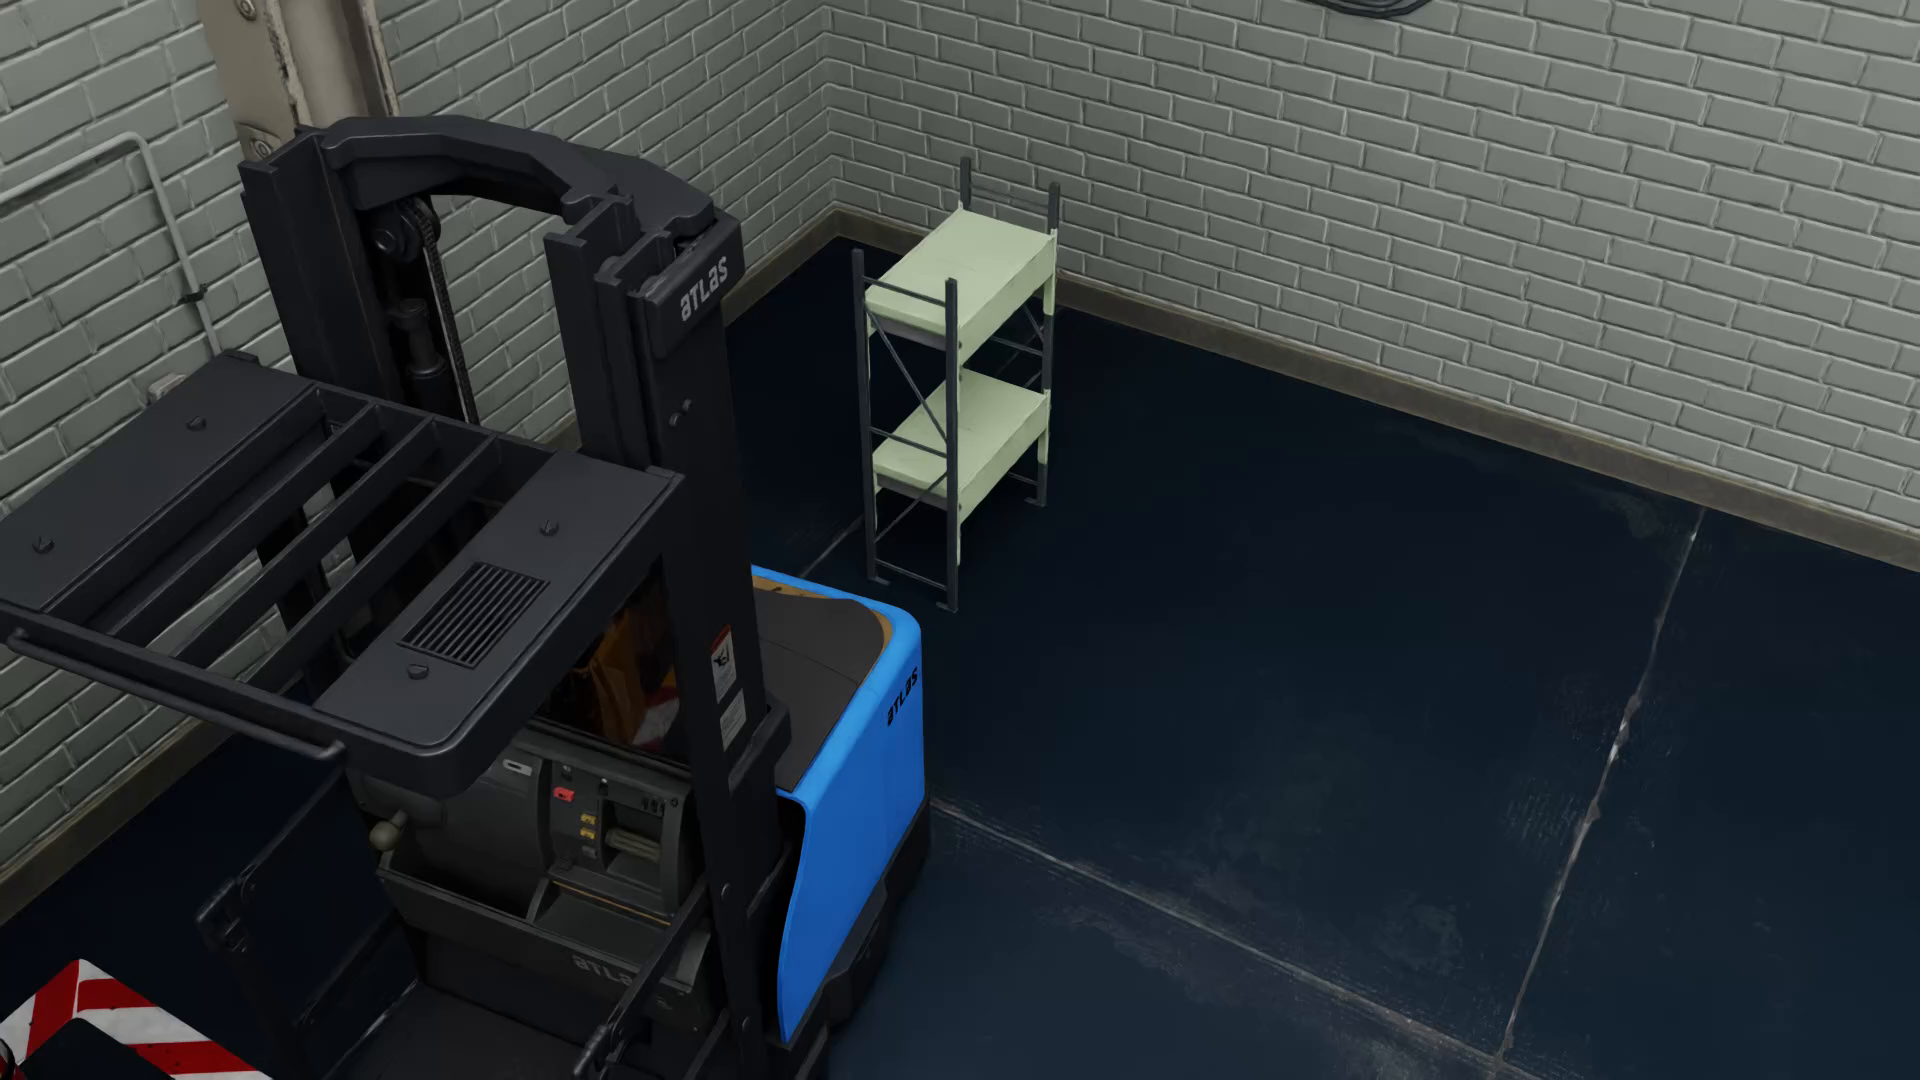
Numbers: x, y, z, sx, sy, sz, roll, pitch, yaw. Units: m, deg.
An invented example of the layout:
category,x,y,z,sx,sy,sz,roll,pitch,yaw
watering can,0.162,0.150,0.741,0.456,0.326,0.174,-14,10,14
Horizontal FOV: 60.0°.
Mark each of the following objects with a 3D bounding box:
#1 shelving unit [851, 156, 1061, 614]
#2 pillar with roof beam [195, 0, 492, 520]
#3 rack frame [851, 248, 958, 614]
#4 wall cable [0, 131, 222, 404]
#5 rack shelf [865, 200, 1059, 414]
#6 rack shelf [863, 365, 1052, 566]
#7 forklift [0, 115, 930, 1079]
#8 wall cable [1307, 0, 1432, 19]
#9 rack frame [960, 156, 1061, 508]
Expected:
category,x,y,z,sx,sy,sz,roll,pitch,yaw
shelving unit,-0.003,-0.559,6.250,0.431,1.500,0.755,21,45,22
pillar with roof beam,1.713,-1.778,1.960,9.100,9.000,0.400,21,45,22
rack frame,-0.186,-0.350,6.012,0.400,1.500,0.023,21,45,22
wall cable,-2.795,-0.546,4.332,0.084,1.984,1.851,21,45,22
rack shelf,-0.003,-0.852,5.992,0.431,0.370,0.720,21,45,22
rack shelf,-0.003,-0.314,6.465,0.431,0.370,0.720,21,45,22
forklift,-1.133,0.697,3.741,1.130,2.935,3.031,15,44,17
wall cable,0.523,-3.324,6.065,3.097,2.526,0.112,21,45,22
rack frame,0.180,-0.768,6.488,0.400,1.500,0.023,21,45,22
